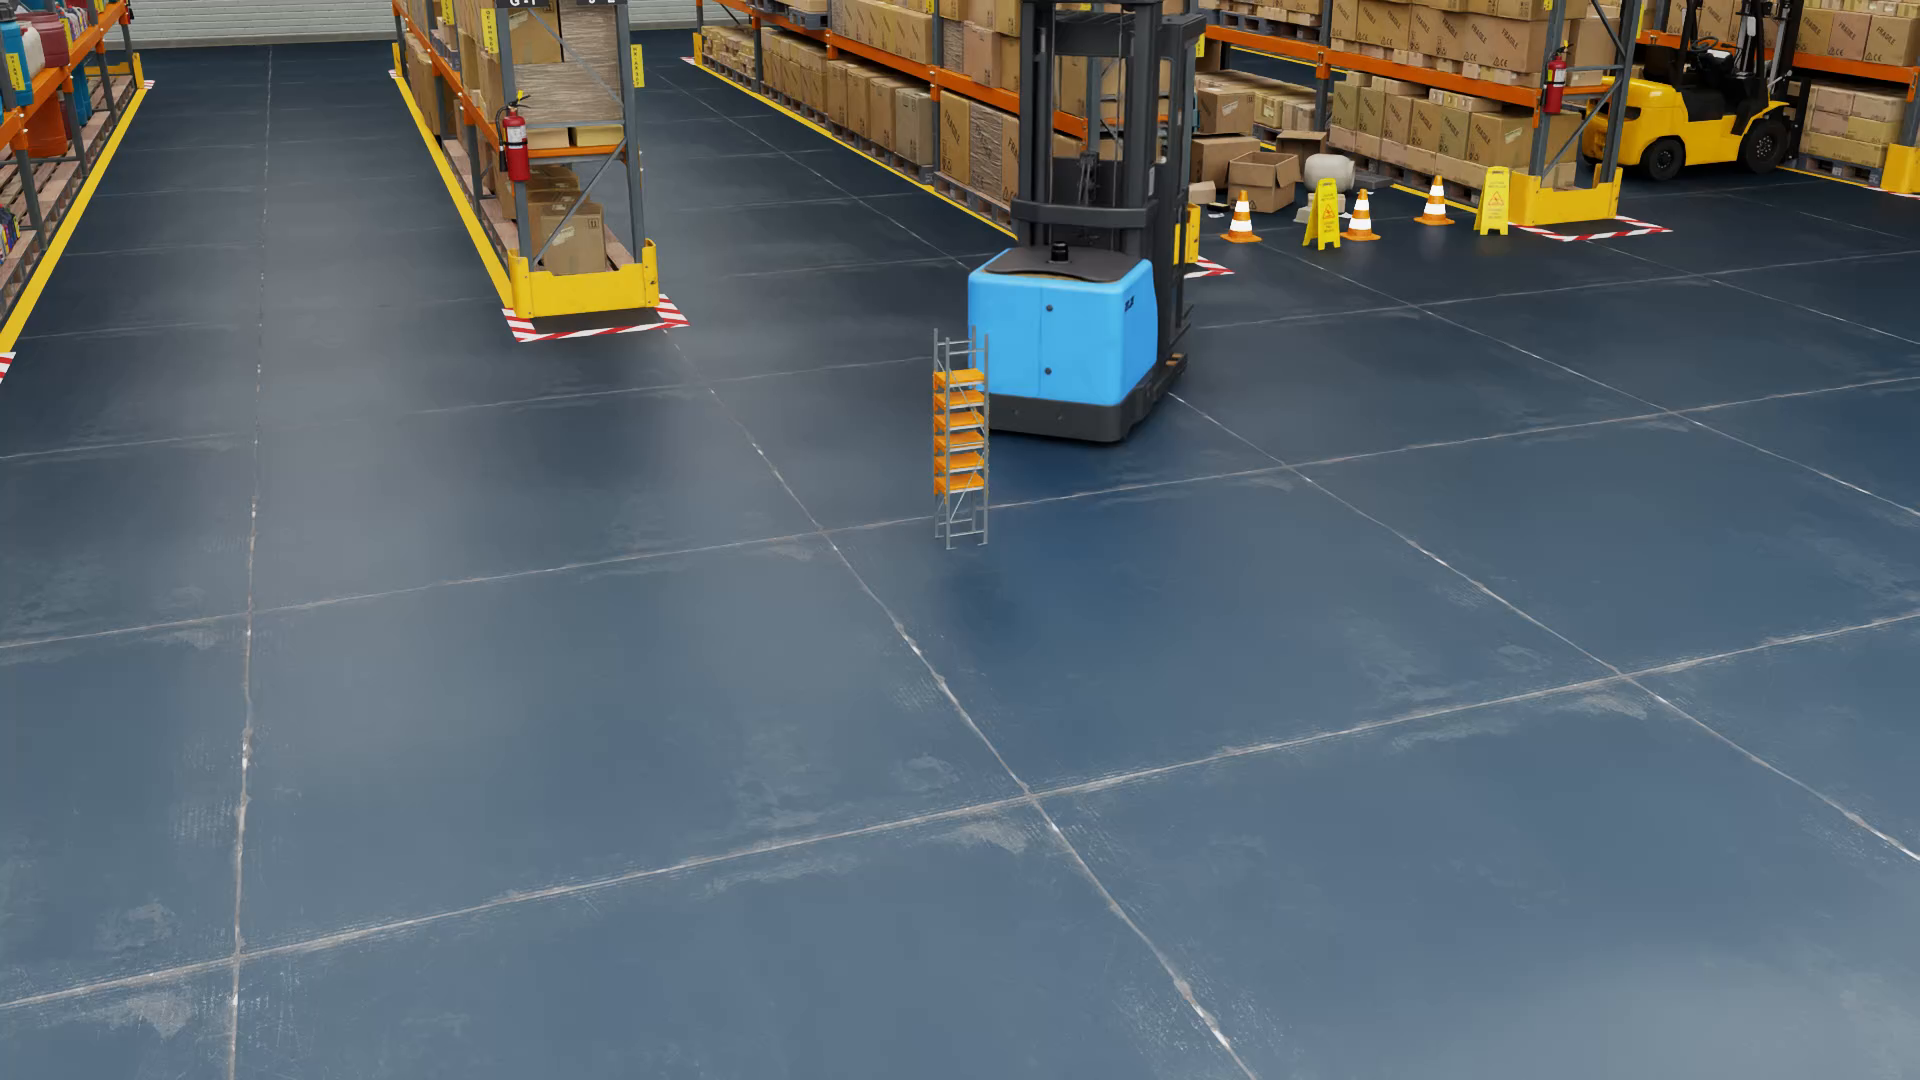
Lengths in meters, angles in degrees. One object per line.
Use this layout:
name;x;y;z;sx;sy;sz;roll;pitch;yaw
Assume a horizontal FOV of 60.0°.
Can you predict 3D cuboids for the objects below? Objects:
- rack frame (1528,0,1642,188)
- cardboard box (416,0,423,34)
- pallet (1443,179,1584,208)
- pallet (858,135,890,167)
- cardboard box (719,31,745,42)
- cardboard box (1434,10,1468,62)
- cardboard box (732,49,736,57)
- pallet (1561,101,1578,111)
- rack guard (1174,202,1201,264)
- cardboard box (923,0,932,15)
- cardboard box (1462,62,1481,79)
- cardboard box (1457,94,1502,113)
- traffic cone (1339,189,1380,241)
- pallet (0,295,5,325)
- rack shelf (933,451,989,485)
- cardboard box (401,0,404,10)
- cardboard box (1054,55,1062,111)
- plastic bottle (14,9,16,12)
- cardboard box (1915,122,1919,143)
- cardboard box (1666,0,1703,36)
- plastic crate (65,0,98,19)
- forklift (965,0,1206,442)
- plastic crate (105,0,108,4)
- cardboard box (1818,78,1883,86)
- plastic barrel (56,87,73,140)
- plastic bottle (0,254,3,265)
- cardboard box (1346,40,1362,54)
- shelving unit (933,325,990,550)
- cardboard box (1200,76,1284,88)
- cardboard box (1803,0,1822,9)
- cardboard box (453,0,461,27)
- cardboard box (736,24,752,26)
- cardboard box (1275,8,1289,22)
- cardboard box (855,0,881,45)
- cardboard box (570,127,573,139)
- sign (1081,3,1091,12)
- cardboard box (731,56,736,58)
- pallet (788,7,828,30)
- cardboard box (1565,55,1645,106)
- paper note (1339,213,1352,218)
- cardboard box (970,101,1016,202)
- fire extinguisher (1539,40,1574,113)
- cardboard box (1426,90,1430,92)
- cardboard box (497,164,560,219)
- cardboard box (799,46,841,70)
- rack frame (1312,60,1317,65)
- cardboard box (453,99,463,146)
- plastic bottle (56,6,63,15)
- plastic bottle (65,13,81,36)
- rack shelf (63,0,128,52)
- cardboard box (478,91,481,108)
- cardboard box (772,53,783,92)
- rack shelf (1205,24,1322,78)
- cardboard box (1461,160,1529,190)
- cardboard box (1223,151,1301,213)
rack frame;6.193;-4.652;16.425;1.000;3.000;0.127;-8;24;-19
cardboard box;-6.667;-6.760;21.299;0.500;0.500;0.500;-9;25;-21
pallet;5.913;-3.694;17.744;1.003;0.211;1.213;-8;24;-19
pallet;-0.593;-4.818;20.410;1.003;0.211;1.213;-8;24;-19
cardboard box;-3.753;-8.293;27.427;0.380;0.149;0.250;-7;24;-17
cardboard box;5.398;-5.359;17.591;0.500;0.500;0.500;-8;24;-19
cardboard box;-3.449;-7.870;26.807;0.380;0.149;0.250;-10;25;-21
pallet;8.691;-6.209;23.709;1.003;0.211;1.213;-8;24;-19
rack guard;1.607;-2.775;15.191;1.175;0.500;0.348;-8;24;-19
cardboard box;0.004;-6.076;18.387;0.700;0.500;0.500;-9;24;-20
cardboard box;5.478;-4.905;17.348;0.380;0.149;0.250;-8;24;-18
cardboard box;5.474;-4.602;17.506;0.380;0.149;0.250;-8;24;-17
traffic cone;3.916;-3.186;16.214;0.336;0.463;0.334;-8;24;-19
pallet;-8.064;-1.645;12.880;1.003;0.211;1.213;-8;24;-19
rack shelf;0.005;-0.396;9.068;0.258;0.103;0.180;-8;24;-19
cardboard box;-7.913;-7.789;24.192;0.380;0.149;0.250;-9;24;-20
cardboard box;1.210;-4.330;15.469;0.875;0.550;0.550;-8;24;-19
plastic bottle;-12.220;-6.727;21.499;0.061;0.283;0.133;-8;24;-19
cardboard box;10.864;-4.690;18.872;0.500;0.250;0.500;-8;24;-18
cardboard box;9.335;-6.637;21.005;0.500;0.500;0.500;-9;24;-20
plastic crate;-12.031;-7.389;22.758;0.402;0.464;0.583;-8;24;-19
forklift;1.013;-2.515;11.443;1.130;2.935;3.031;8;24;18
plastic crate;-12.906;-8.061;24.775;0.396;0.136;0.243;-8;24;-19
cardboard box;10.497;-5.286;19.642;0.500;0.250;0.500;-9;24;-19
plastic barrel;-11.125;-5.187;20.259;0.600;0.588;0.708;-8;24;-19
plastic bottle;-8.288;-2.494;14.252;0.097;0.271;0.097;0;23;0
cardboard box;4.729;-5.746;19.345;0.380;0.149;0.250;-8;24;-17
shelving unit;0.005;-0.548;9.004;0.258;1.200;0.189;-8;24;-19
cardboard box;3.826;-6.067;22.626;0.950;0.372;0.625;-9;24;-20
cardboard box;9.975;-6.229;19.204;0.380;0.149;0.250;-8;24;-19
cardboard box;-4.569;-5.191;15.905;0.500;0.500;0.500;-8;24;-19
cardboard box;-3.630;-8.746;28.502;0.380;0.149;0.250;-8;24;-18
cardboard box;4.139;-6.519;20.637;0.380;0.149;0.250;-9;24;-20
cardboard box;-0.962;-6.321;20.256;0.500;0.500;0.500;-8;24;-19
cardboard box;-3.026;-3.406;13.792;0.380;0.149;0.250;-8;24;-19
sign;1.086;-4.509;14.290;0.100;0.325;0.005;-8;24;-19
cardboard box;-3.493;-7.752;26.909;0.380;0.149;0.250;-8;24;-18
pallet;-1.579;-6.999;22.240;1.213;0.211;1.003;-8;24;-19
cardboard box;8.961;-6.358;22.989;0.875;0.625;0.625;-9;24;-20
paper note;3.997;-3.354;17.168;0.148;0.019;0.142;-18;29;-37
cardboard box;0.664;-4.039;17.165;0.875;0.875;0.875;-8;24;-19
fire extinguisher;5.803;-4.511;16.191;0.296;0.674;0.183;-8;24;-19
cardboard box;5.603;-4.829;18.880;0.500;0.500;0.500;-7;24;-16
cardboard box;-4.177;-3.429;16.202;0.500;0.500;0.500;-1;23;-2
cardboard box;-1.903;-6.624;22.817;0.500;0.250;0.500;-8;24;-18
rack frame;6.597;-9.694;28.389;1.000;3.000;0.127;-8;24;-19
cardboard box;-5.648;-5.009;19.924;0.700;0.500;0.500;-10;25;-22
plastic bottle;-11.389;-6.574;21.049;0.144;0.351;0.185;-8;24;-19
plastic bottle;-11.202;-6.501;20.971;0.152;0.276;0.135;-8;24;-19
rack shelf;-12.657;-7.368;23.795;1.077;0.370;4.000;-8;24;-19
cardboard box;-4.231;-4.059;15.343;0.380;0.149;0.250;-8;24;-19
cardboard box;-2.439;-6.841;24.296;0.500;0.500;0.500;-7;24;-17
rack shelf;4.074;-6.500;21.737;1.077;0.370;4.000;-8;24;-19
cardboard box;5.648;-3.844;17.507;0.500;0.250;0.500;-8;24;-19
cardboard box;3.205;-3.792;17.599;0.637;0.503;0.797;12;26;27
